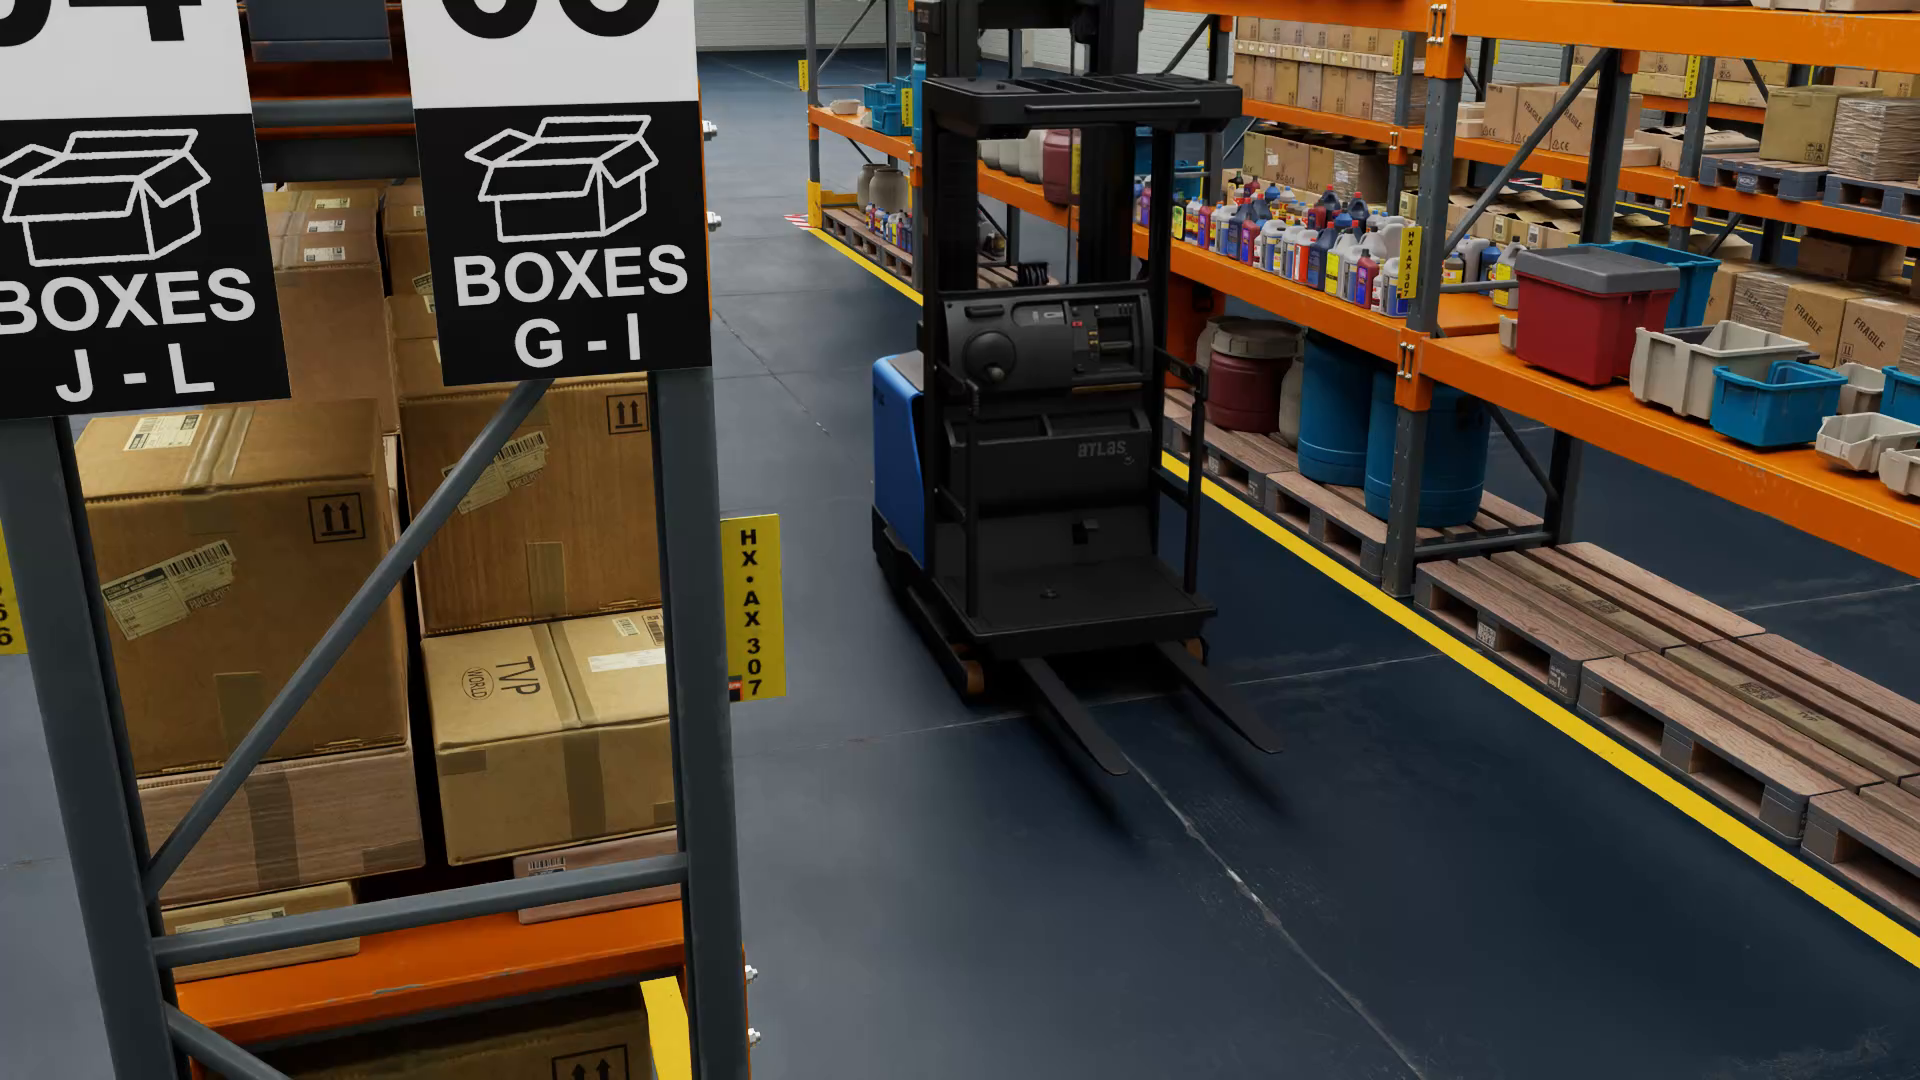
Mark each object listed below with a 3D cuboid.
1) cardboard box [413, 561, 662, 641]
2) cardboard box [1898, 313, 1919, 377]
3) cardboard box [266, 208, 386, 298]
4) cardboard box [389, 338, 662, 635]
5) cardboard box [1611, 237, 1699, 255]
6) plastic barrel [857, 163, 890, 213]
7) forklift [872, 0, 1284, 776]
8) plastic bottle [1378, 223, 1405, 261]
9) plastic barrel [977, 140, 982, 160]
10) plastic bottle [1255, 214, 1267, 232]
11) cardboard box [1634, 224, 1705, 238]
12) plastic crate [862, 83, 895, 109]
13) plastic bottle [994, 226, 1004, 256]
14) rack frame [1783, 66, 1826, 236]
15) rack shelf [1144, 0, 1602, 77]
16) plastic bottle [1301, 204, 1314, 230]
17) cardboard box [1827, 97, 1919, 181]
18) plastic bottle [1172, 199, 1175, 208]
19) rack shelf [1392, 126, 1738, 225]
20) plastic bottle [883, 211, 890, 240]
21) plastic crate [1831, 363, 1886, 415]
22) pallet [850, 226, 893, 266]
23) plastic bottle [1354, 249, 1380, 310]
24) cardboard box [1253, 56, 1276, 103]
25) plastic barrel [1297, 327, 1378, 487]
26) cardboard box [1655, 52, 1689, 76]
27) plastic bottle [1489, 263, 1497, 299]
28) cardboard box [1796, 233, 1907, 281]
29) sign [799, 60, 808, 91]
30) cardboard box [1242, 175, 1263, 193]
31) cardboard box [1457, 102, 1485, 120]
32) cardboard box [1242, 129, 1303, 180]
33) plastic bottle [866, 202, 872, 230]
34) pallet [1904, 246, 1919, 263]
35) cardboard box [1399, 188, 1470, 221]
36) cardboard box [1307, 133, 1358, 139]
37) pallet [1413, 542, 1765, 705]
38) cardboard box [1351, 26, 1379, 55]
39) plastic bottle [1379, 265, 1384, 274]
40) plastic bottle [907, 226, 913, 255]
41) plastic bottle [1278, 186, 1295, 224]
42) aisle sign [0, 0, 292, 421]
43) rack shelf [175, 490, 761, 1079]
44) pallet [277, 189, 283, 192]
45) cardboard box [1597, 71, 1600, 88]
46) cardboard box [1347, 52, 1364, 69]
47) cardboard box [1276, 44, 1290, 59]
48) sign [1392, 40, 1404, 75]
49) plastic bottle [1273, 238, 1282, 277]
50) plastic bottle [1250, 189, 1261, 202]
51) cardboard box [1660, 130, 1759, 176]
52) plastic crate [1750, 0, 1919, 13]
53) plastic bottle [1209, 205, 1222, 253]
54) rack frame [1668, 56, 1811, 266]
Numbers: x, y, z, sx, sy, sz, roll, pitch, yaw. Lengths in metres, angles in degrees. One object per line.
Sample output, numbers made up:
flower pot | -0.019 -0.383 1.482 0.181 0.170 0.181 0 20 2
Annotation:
cardboard box | -0.937 0.199 3.706 0.500 0.250 0.500 -7 21 -18
cardboard box | 6.544 -1.196 10.857 0.500 0.500 0.500 -6 21 -17
cardboard box | -2.074 -0.749 5.236 0.500 0.500 0.500 -6 21 -17
cardboard box | -0.924 -0.148 3.563 0.500 0.500 0.500 -7 21 -19
cardboard box | 5.620 -2.310 13.528 0.500 0.311 0.500 -6 21 -16
plastic barrel | -0.920 -3.867 18.304 0.421 0.512 0.421 0 20 0
forklift | 0.448 -0.856 6.963 1.130 2.935 3.031 -6 21 -15
plastic bottle | 2.353 -1.604 9.128 0.152 0.276 0.135 -6 21 -17
plastic barrel | 0.150 -3.493 14.003 0.433 0.535 0.433 0 20 0
plastic bottle | 1.706 -1.704 9.414 0.097 0.271 0.097 0 20 0
cardboard box | 5.960 -2.535 14.155 0.500 0.311 0.500 -7 21 -19
plastic crate | -0.758 -4.844 18.186 0.499 0.251 0.616 -6 21 -17
plastic bottle | 0.374 -2.831 15.747 0.097 0.271 0.097 0 20 0
rack frame | 9.463 -4.812 17.877 1.000 3.000 0.127 -6 21 -17
rack shelf | 1.944 -2.907 9.200 1.077 0.370 4.000 -6 21 -17
plastic bottle | 2.153 -1.966 10.247 0.097 0.201 0.097 0 20 0
cardboard box | 6.430 -2.742 11.343 0.700 0.500 0.500 -3 20 -7
plastic bottle | 1.288 -2.051 10.363 0.061 0.283 0.133 -6 21 -17
rack shelf | 5.390 -3.304 14.743 1.077 0.370 4.000 -6 21 -17
plastic bottle | -0.723 -3.144 16.618 0.097 0.271 0.097 0 20 0
plastic crate | 3.405 -0.570 6.366 0.293 0.136 0.466 -6 21 -17
pallet | -0.501 -3.059 17.122 1.003 0.211 1.213 -6 21 -17
plastic bottle | 2.026 -1.299 8.268 0.061 0.283 0.133 -6 21 -17
cardboard box | 3.808 -5.296 19.076 0.700 0.500 0.500 -6 21 -16
plastic barrel | 2.195 -0.806 9.206 0.600 0.901 0.708 -6 21 -17
cardboard box | 8.546 -5.712 19.465 0.500 0.500 0.500 -6 21 -16
plastic bottle | 2.767 -1.340 8.503 0.097 0.201 0.097 0 20 0
cardboard box | 6.557 -2.092 12.240 0.500 0.250 0.500 -6 20 -15
sign | -1.723 -5.116 18.314 0.100 0.325 0.005 -6 21 -17
cardboard box | 3.622 -4.116 19.385 0.500 0.250 0.500 -6 21 -17
cardboard box | 4.958 -4.061 16.006 0.500 0.250 0.500 -5 20 -14
cardboard box | 3.620 -4.469 19.258 0.500 0.500 0.500 -6 21 -17
plastic bottle | -0.925 -3.351 17.195 0.097 0.271 0.097 0 20 0
pallet | 10.096 -2.858 16.561 1.003 0.211 1.213 -6 21 -17
cardboard box | 4.655 -3.293 16.264 0.500 0.311 0.500 -6 21 -17
cardboard box | 4.283 -4.365 18.969 0.500 0.500 0.500 -6 21 -17
pallet | 2.840 0.352 7.625 1.003 0.211 1.213 -6 21 -17
cardboard box | 4.456 -5.246 17.017 0.700 0.500 0.500 -6 21 -17
plastic bottle | 2.095 -1.275 8.321 0.097 0.201 0.097 0 20 0
plastic bottle | -0.418 -2.896 15.810 0.144 0.351 0.185 -7 21 -19
plastic bottle | 2.061 -2.093 10.496 0.097 0.271 0.097 0 20 0
aisle sign | -1.135 -0.551 2.167 0.394 0.787 0.004 -6 21 -17
rack shelf | -1.501 0.314 4.668 1.077 0.370 4.000 -6 21 -17
pallet | -3.712 -2.077 10.545 1.213 0.211 1.003 -6 21 -17
cardboard box | 8.234 -5.679 20.483 0.500 0.250 0.500 -7 21 -19
cardboard box | 4.228 -4.949 17.150 0.380 0.149 0.250 -6 21 -17
cardboard box | 3.749 -5.441 18.519 0.380 0.149 0.250 -7 21 -19
sign | 4.235 -4.670 16.083 0.100 0.325 0.005 -6 21 -17
plastic bottle | 1.763 -1.548 9.081 0.097 0.201 0.097 0 20 0
plastic bottle | 1.939 -2.185 10.856 0.097 0.201 0.097 0 20 0
cardboard box | 5.946 -3.080 13.187 0.500 0.311 0.500 -5 20 -14
plastic crate | 2.945 -1.833 5.535 0.437 0.136 0.530 -6 21 -17
plastic bottle | 1.518 -1.831 9.768 0.097 0.271 0.097 0 20 0
rack frame | 6.019 -3.001 12.834 1.000 3.000 0.127 -6 21 -17
